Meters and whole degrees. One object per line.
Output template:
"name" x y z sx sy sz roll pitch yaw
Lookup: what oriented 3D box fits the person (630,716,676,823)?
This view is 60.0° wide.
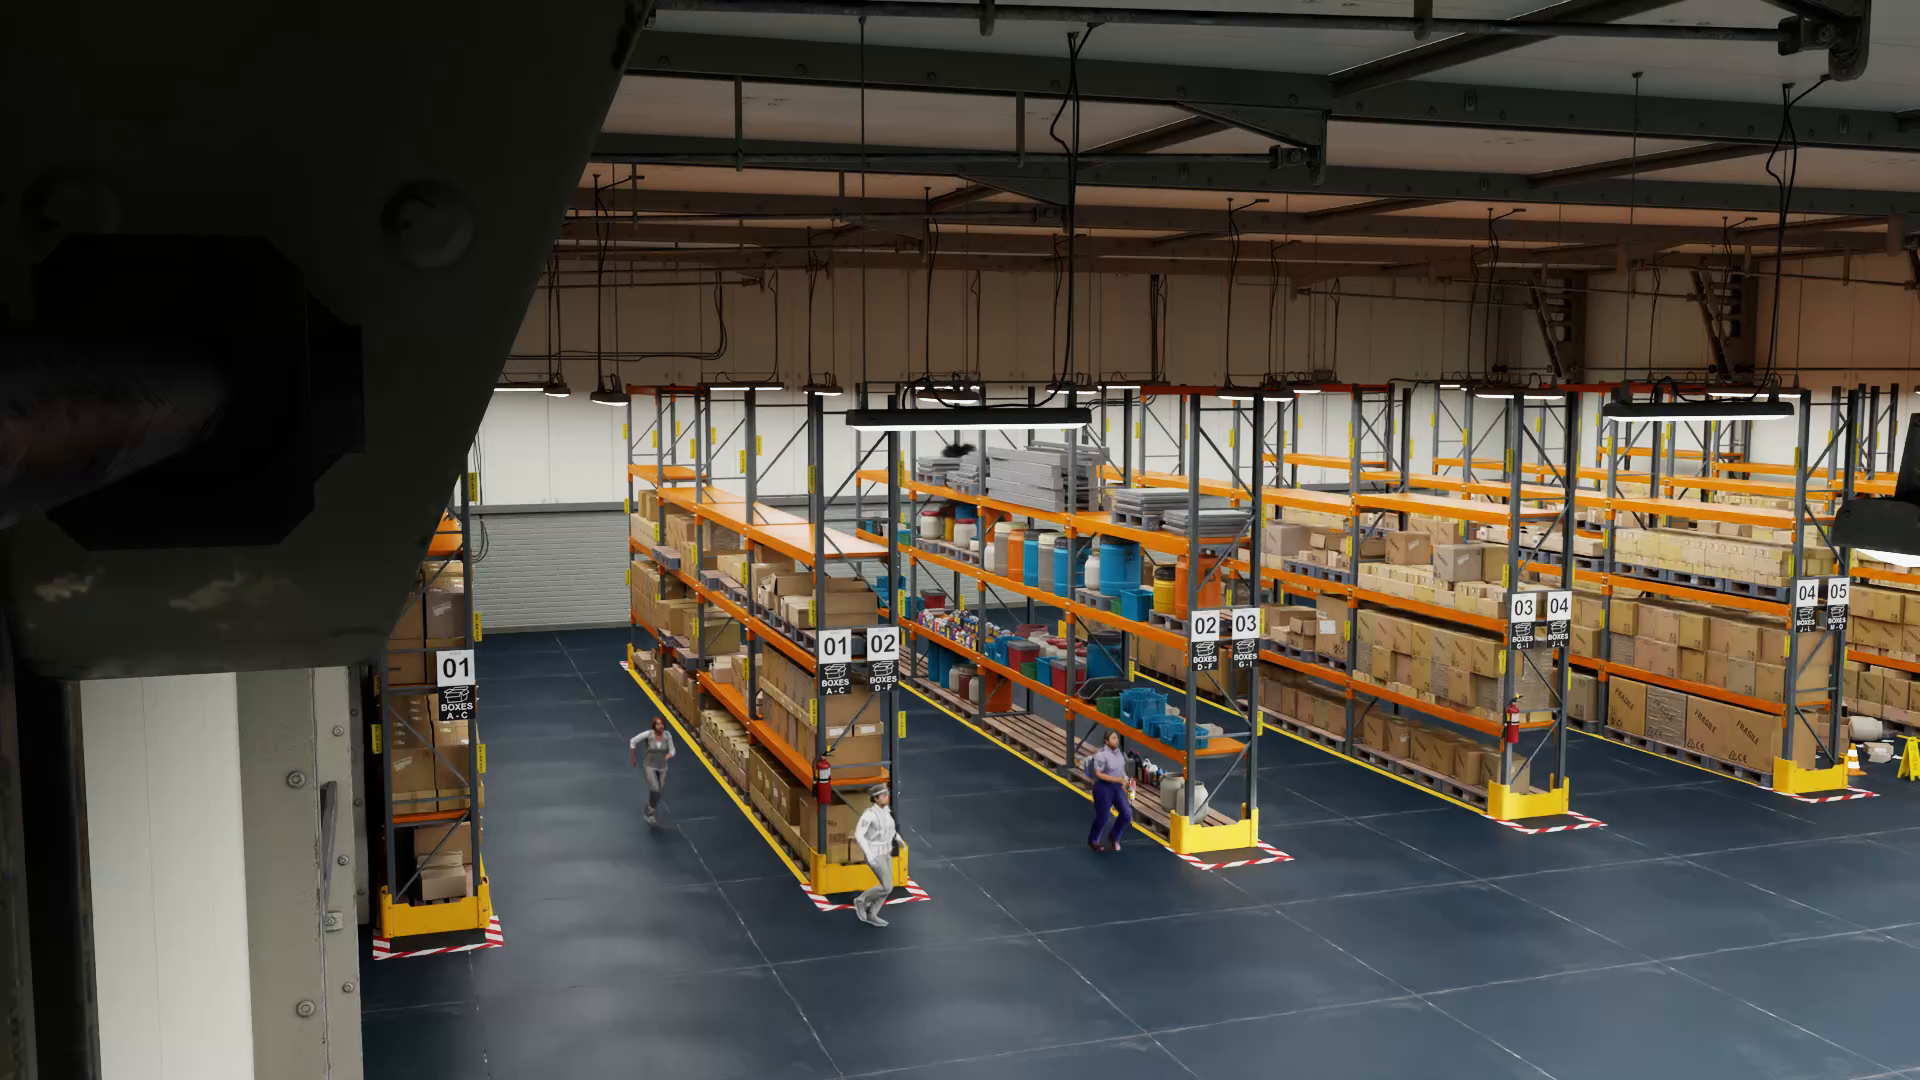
"person" -4.208 3.185 22.947 0.569 1.548 0.680 -3 7 -27

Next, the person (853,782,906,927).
"person" -0.911 3.562 18.898 0.539 1.663 0.631 3 6 24

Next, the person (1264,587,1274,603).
"person" 7.861 1.217 41.354 0.684 1.742 0.709 3 7 30

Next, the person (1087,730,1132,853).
"person" 1.976 3.302 21.687 0.621 1.678 0.679 -5 8 -42
